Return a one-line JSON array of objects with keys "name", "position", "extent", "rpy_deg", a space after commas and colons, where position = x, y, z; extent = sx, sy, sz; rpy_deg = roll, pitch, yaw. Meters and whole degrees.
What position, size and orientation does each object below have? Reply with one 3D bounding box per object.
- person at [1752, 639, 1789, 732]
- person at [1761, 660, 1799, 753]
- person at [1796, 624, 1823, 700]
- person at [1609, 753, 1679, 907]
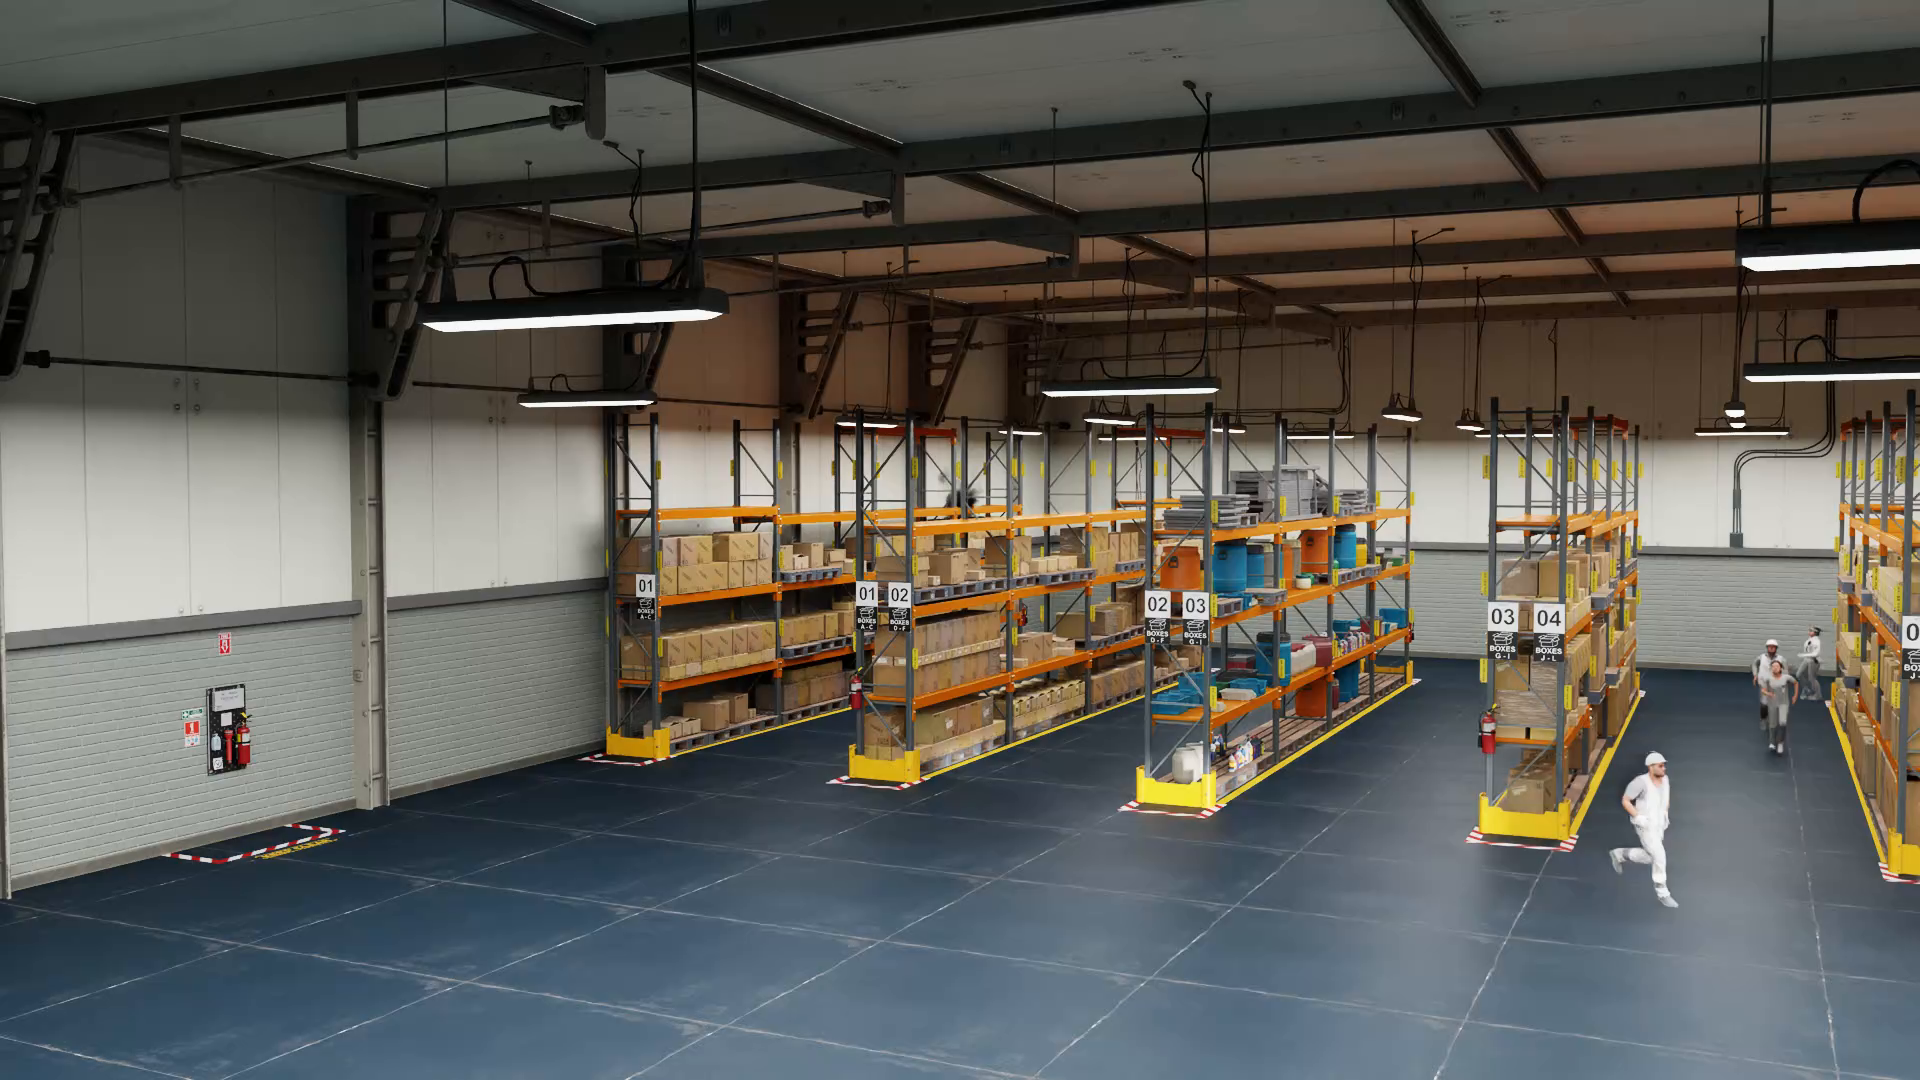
[{"name": "person", "position": [15.470, 2.784, 31.757], "extent": [0.630, 1.777, 0.703], "rpy_deg": [1, 3, 25]}, {"name": "person", "position": [14.425, 2.929, 29.280], "extent": [0.574, 1.631, 0.829], "rpy_deg": [1, 3, 31]}, {"name": "person", "position": [18.456, 2.666, 36.039], "extent": [0.604, 1.688, 0.603], "rpy_deg": [0, 2, -2]}, {"name": "person", "position": [7.969, 3.333, 19.405], "extent": [0.665, 1.764, 0.937], "rpy_deg": [-1, 3, -30]}]
